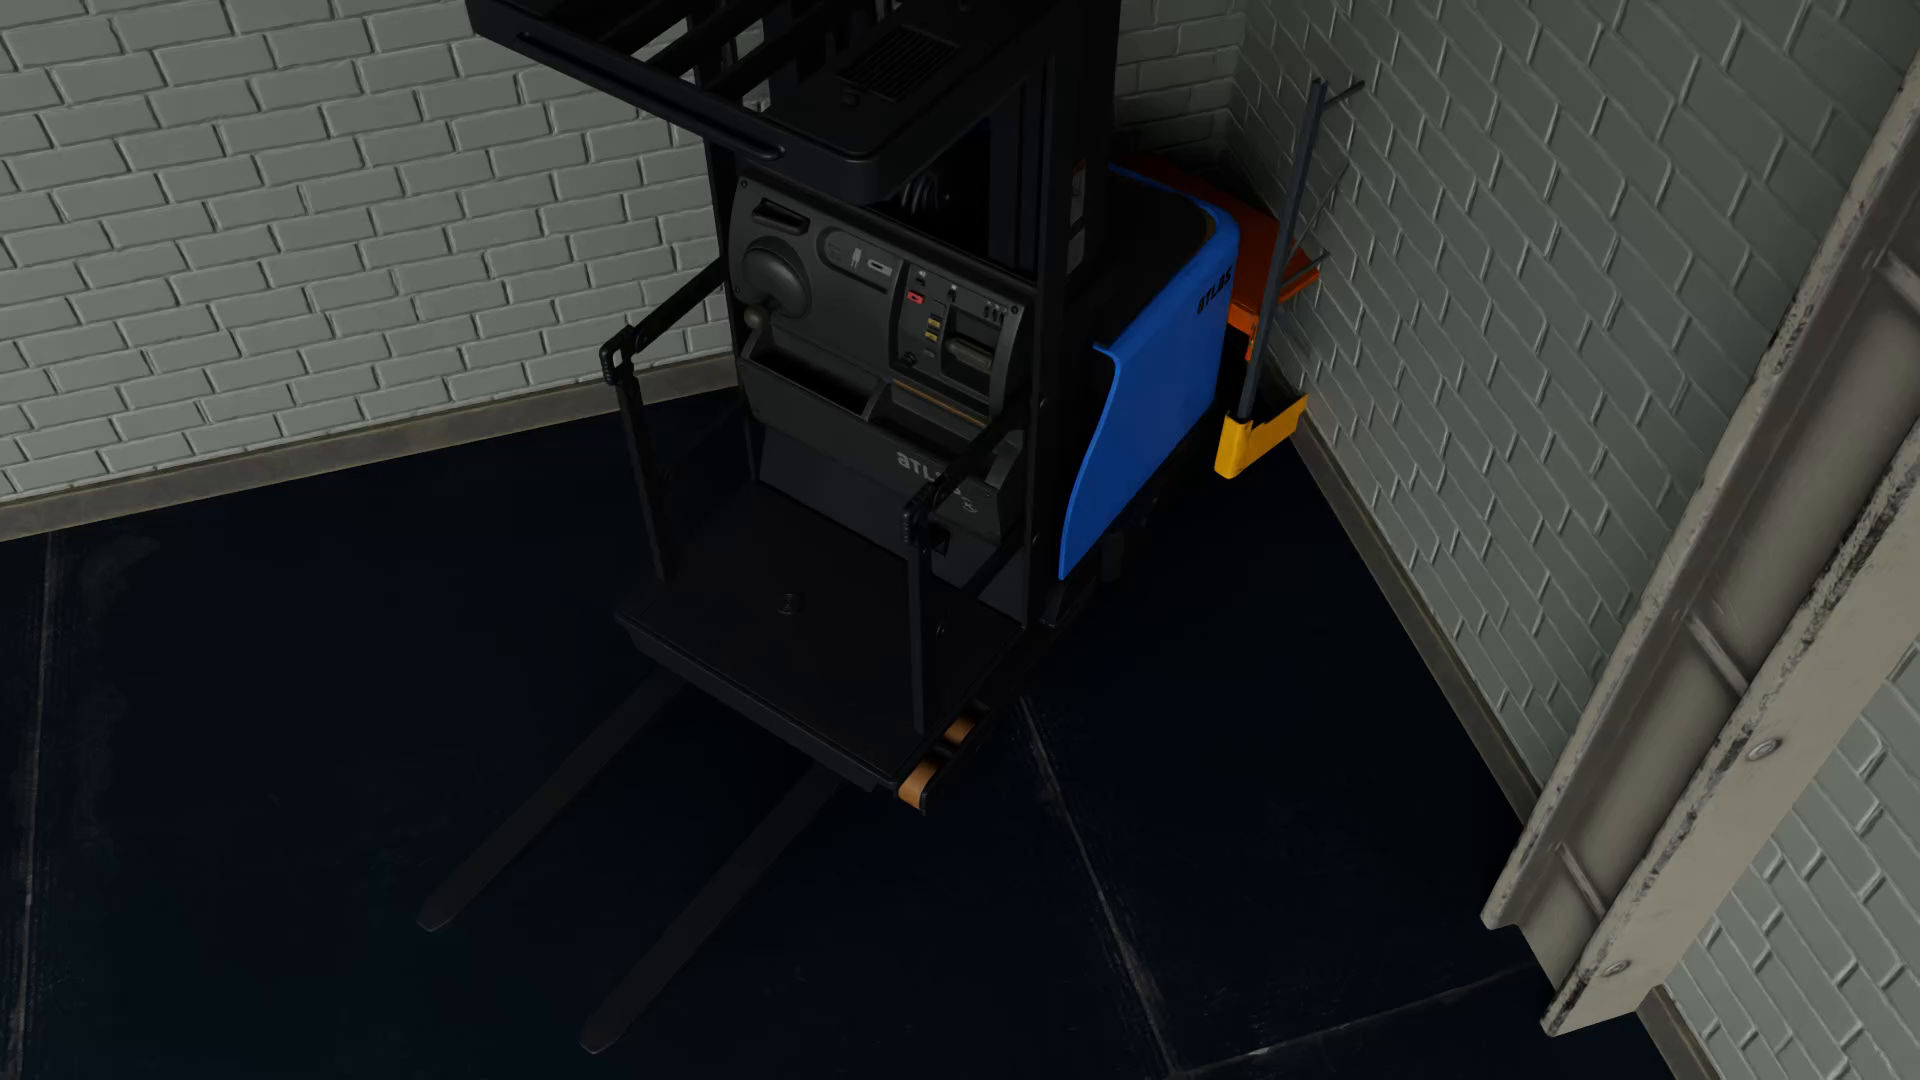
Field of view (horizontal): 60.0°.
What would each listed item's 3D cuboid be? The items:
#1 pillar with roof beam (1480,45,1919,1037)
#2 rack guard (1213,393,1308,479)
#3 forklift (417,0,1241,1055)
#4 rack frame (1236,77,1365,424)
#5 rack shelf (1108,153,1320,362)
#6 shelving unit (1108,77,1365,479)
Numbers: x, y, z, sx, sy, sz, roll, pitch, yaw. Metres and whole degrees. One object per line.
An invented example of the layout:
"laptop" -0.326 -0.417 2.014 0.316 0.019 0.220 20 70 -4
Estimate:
"pillar with roof beam" -2.399 -0.732 0.481 9.100 9.000 0.400 -13 51 -11
"rack guard" 1.119 -0.456 5.866 0.087 0.250 0.587 36 53 28
"forklift" -0.357 -0.555 4.301 1.130 2.935 3.031 28 55 22
"rack frame" 1.154 -0.897 5.424 0.032 1.500 0.500 36 53 28
"rack shelf" 0.781 -1.035 5.789 1.000 0.185 0.538 36 53 28
"shelving unit" 0.798 -1.157 5.657 1.083 1.500 0.587 36 53 28
